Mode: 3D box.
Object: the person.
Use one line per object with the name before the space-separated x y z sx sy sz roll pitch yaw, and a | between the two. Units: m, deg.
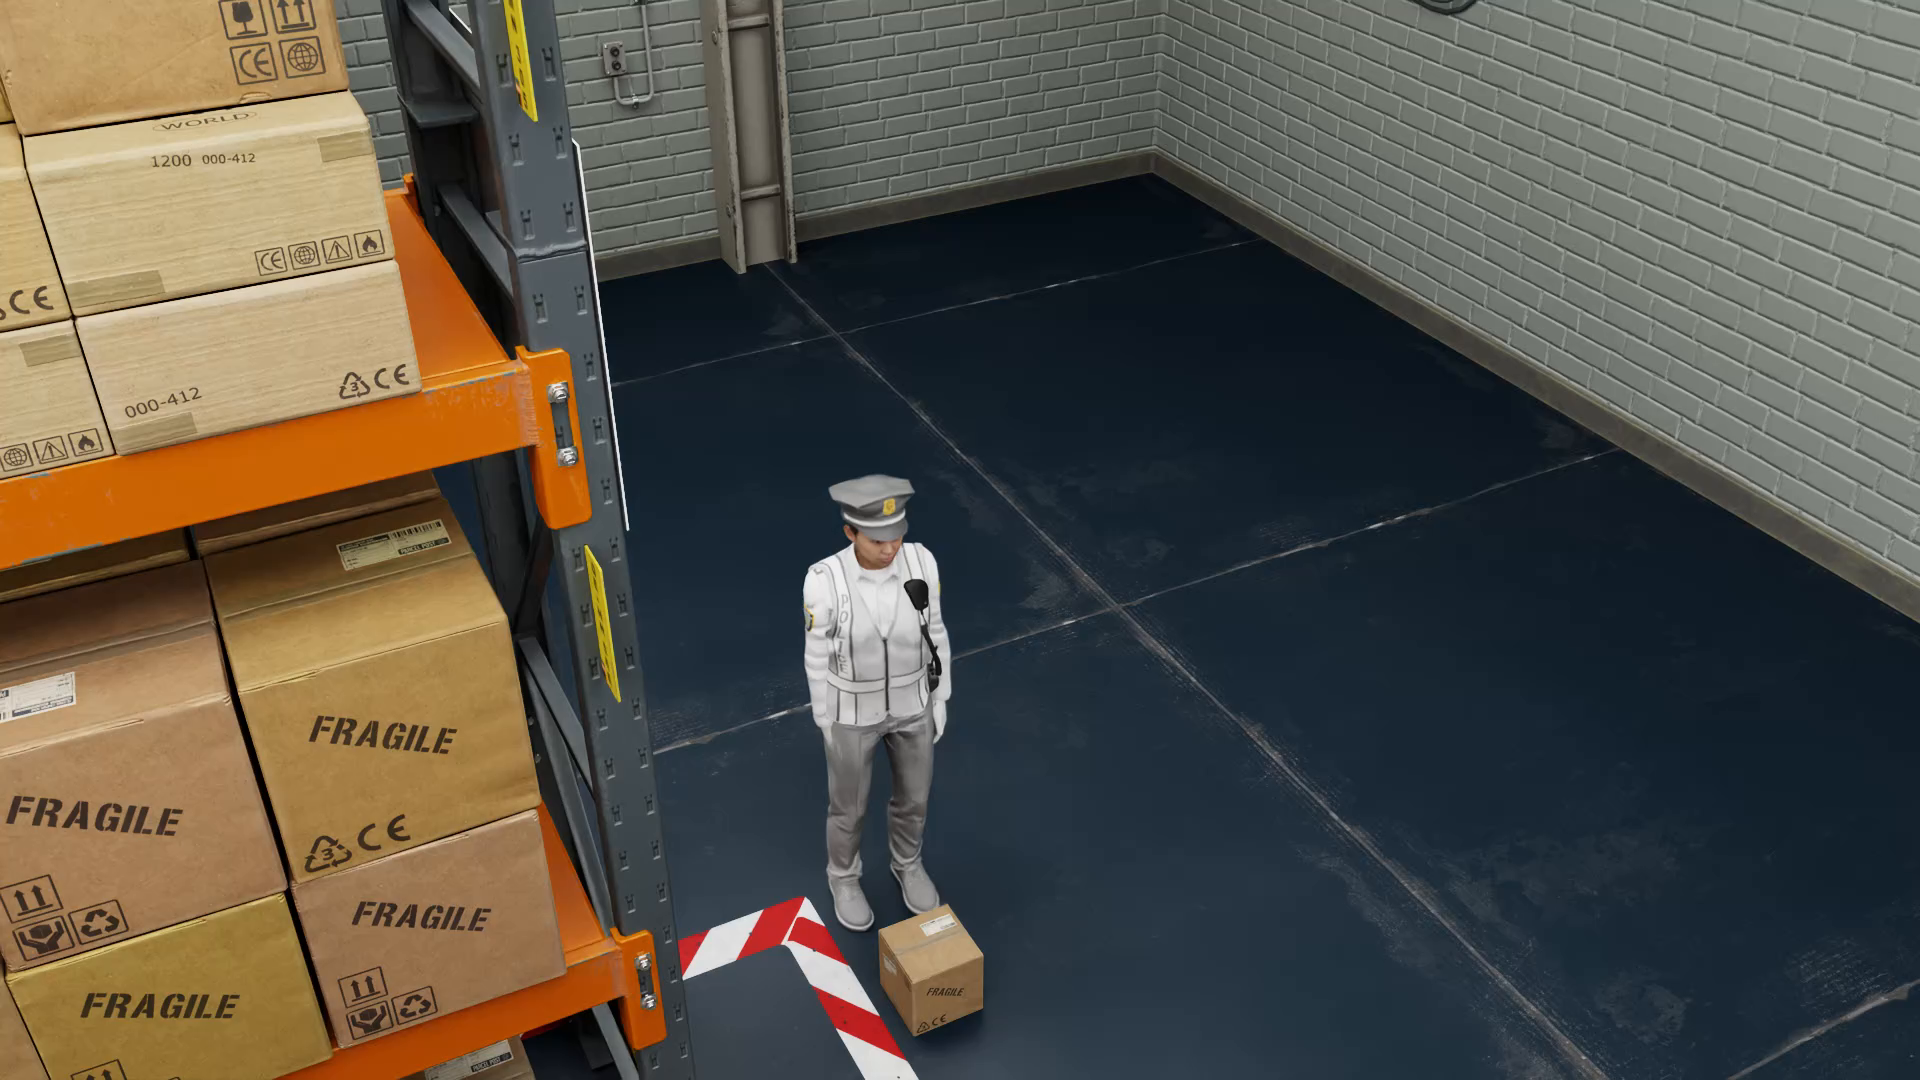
person | -0.247 0.540 5.311 0.467 1.672 0.332 -11 35 -17
